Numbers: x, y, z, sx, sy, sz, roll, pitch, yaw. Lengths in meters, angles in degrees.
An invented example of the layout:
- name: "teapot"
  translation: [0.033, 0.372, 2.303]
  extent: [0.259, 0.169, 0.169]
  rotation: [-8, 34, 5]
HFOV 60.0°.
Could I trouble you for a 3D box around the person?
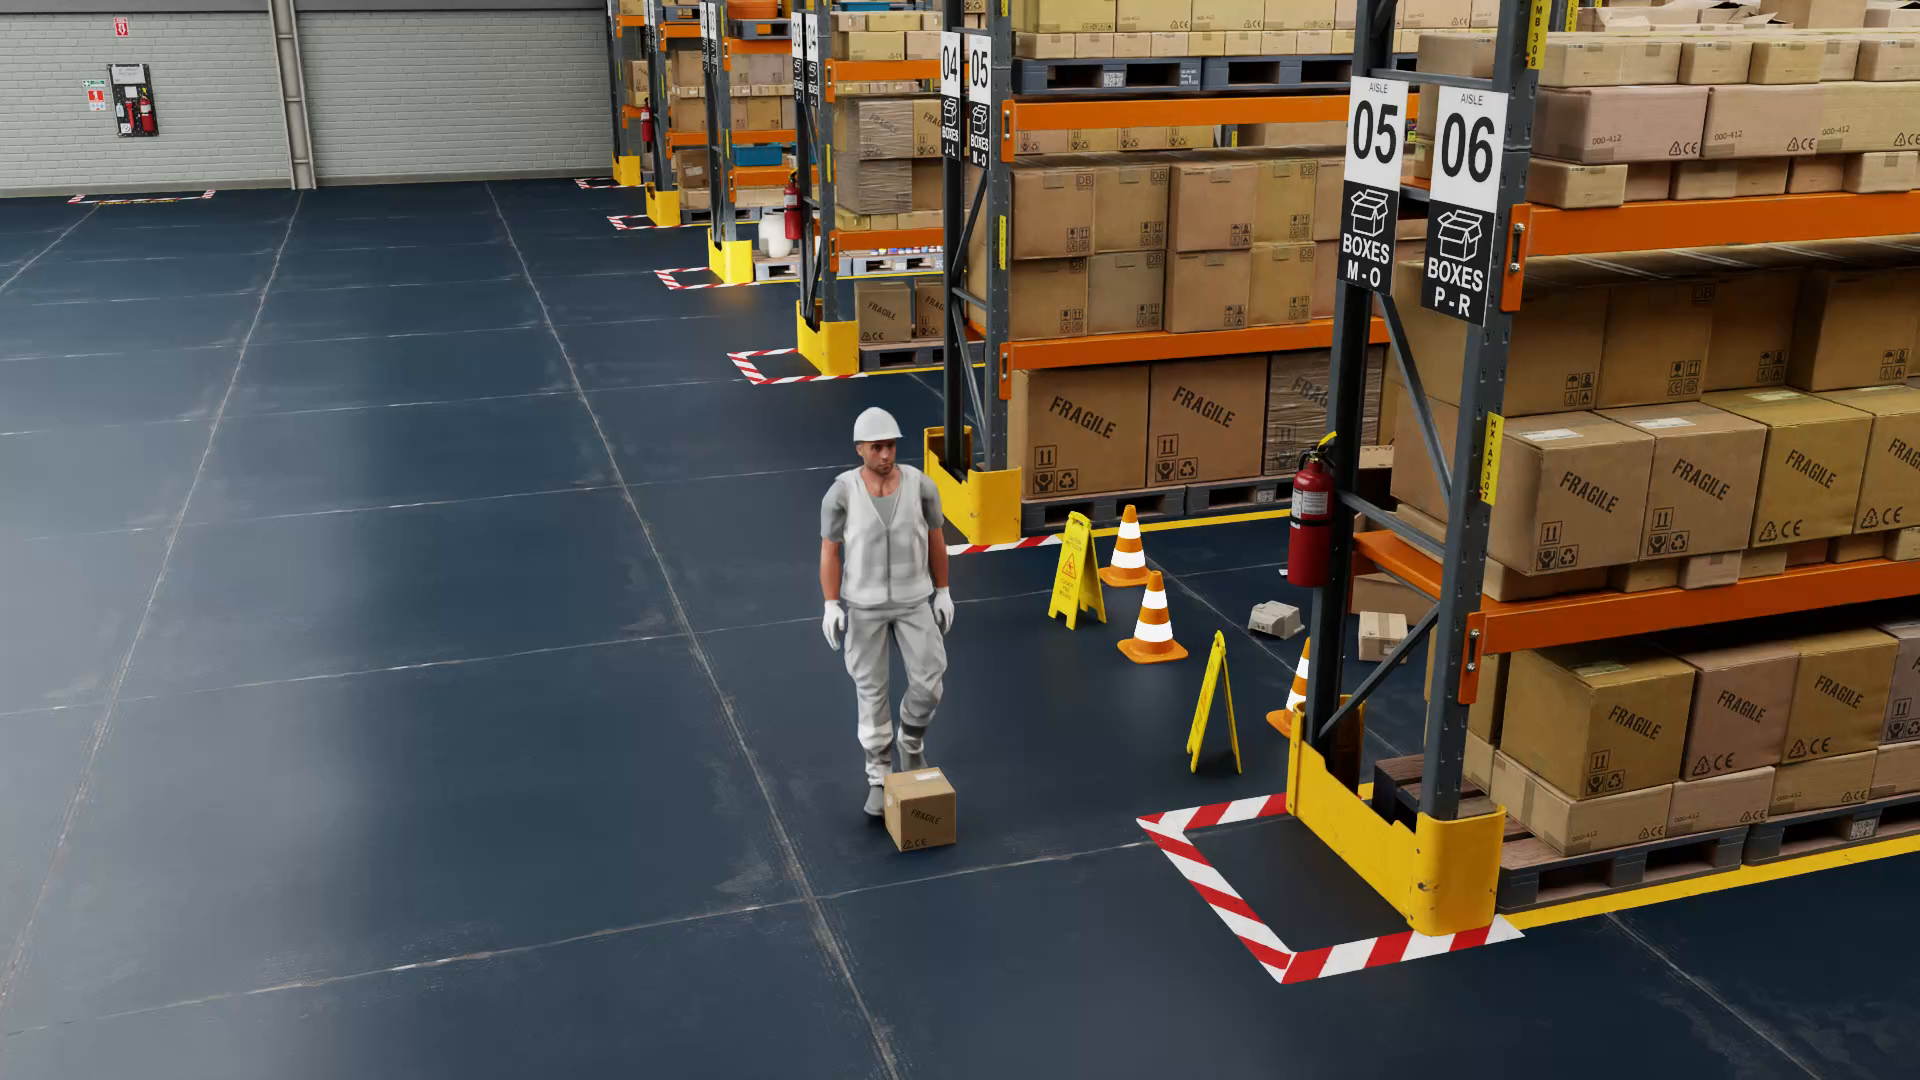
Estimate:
- name: "person"
  translation: [-0.310, 0.317, 7.336]
  extent: [0.604, 1.795, 0.540]
  rotation: [-3, 19, -8]
